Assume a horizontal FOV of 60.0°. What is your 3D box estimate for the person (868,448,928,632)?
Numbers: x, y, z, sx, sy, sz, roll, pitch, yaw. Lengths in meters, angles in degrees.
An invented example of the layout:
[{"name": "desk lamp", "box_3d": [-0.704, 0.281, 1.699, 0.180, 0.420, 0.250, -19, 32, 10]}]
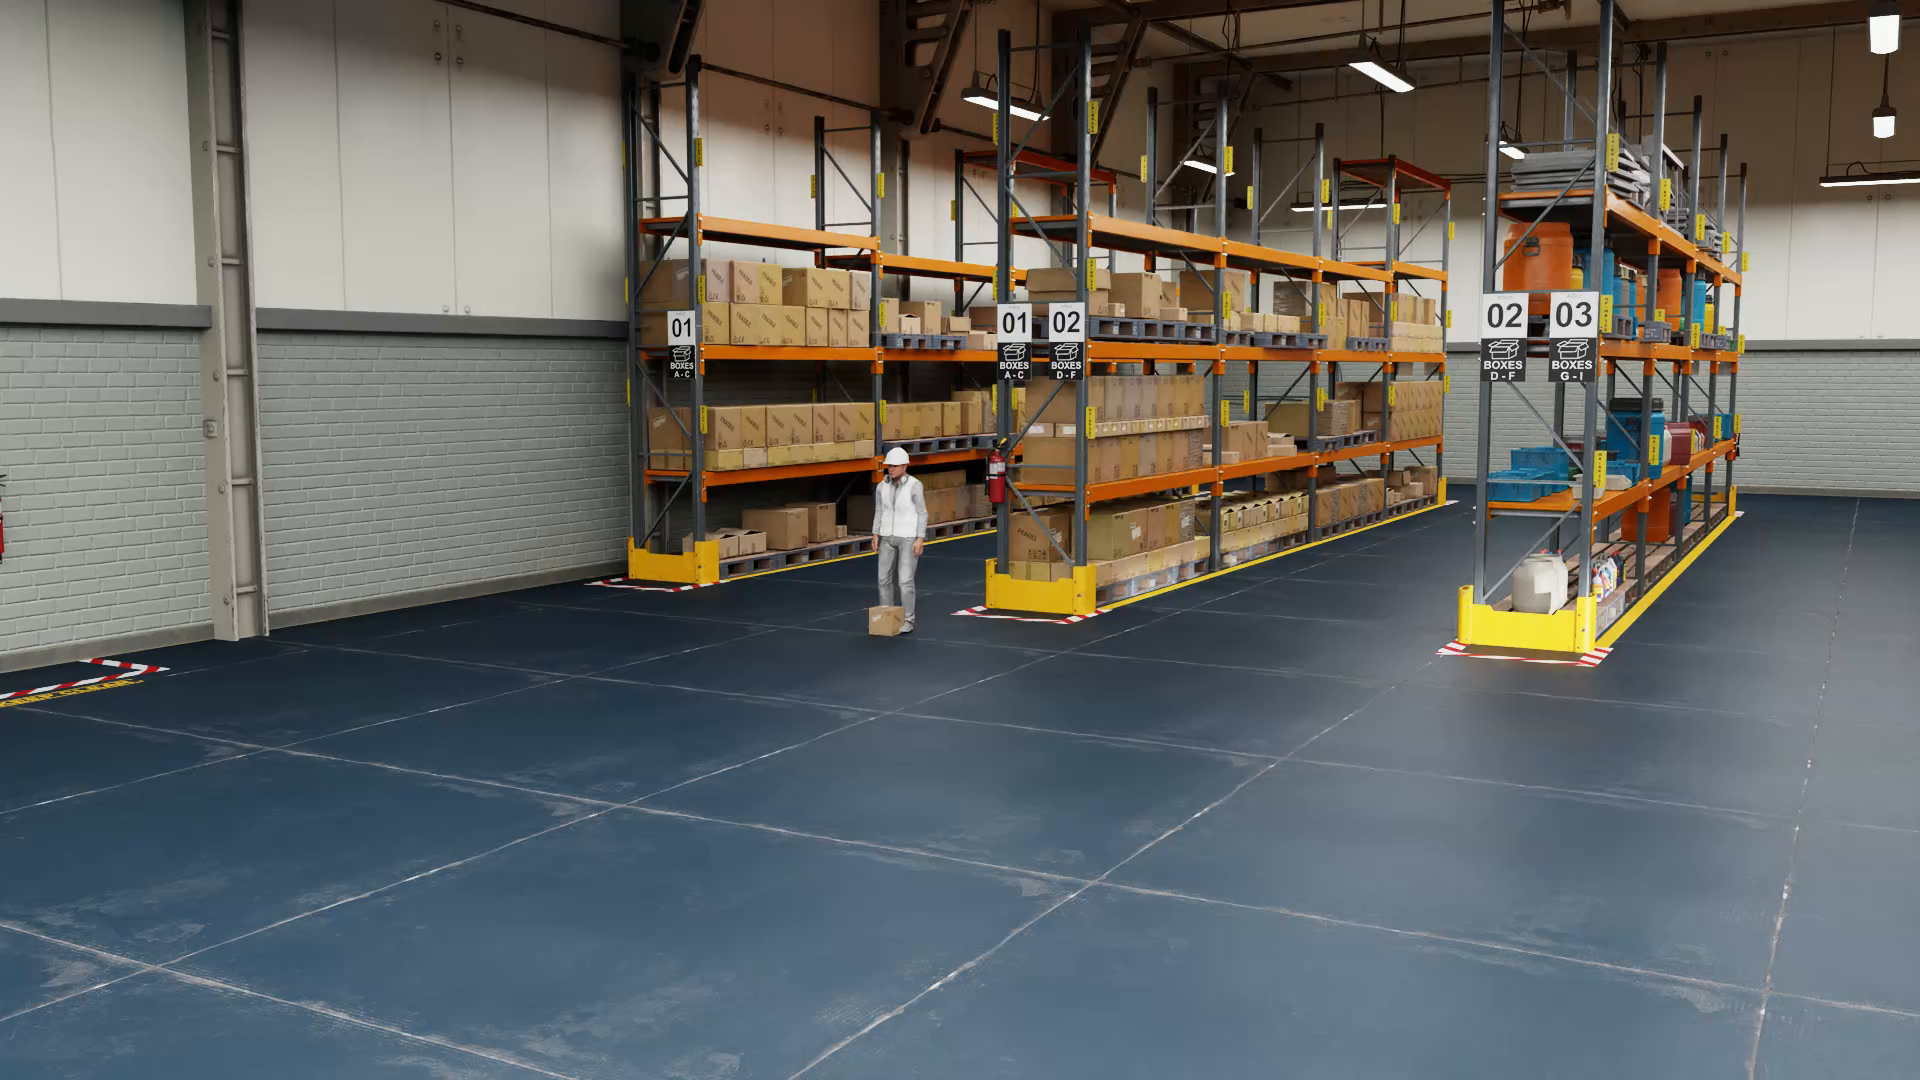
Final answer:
[{"name": "person", "box_3d": [-0.590, -0.010, 16.090, 0.580, 1.771, 0.464, 3, 7, 29]}]
